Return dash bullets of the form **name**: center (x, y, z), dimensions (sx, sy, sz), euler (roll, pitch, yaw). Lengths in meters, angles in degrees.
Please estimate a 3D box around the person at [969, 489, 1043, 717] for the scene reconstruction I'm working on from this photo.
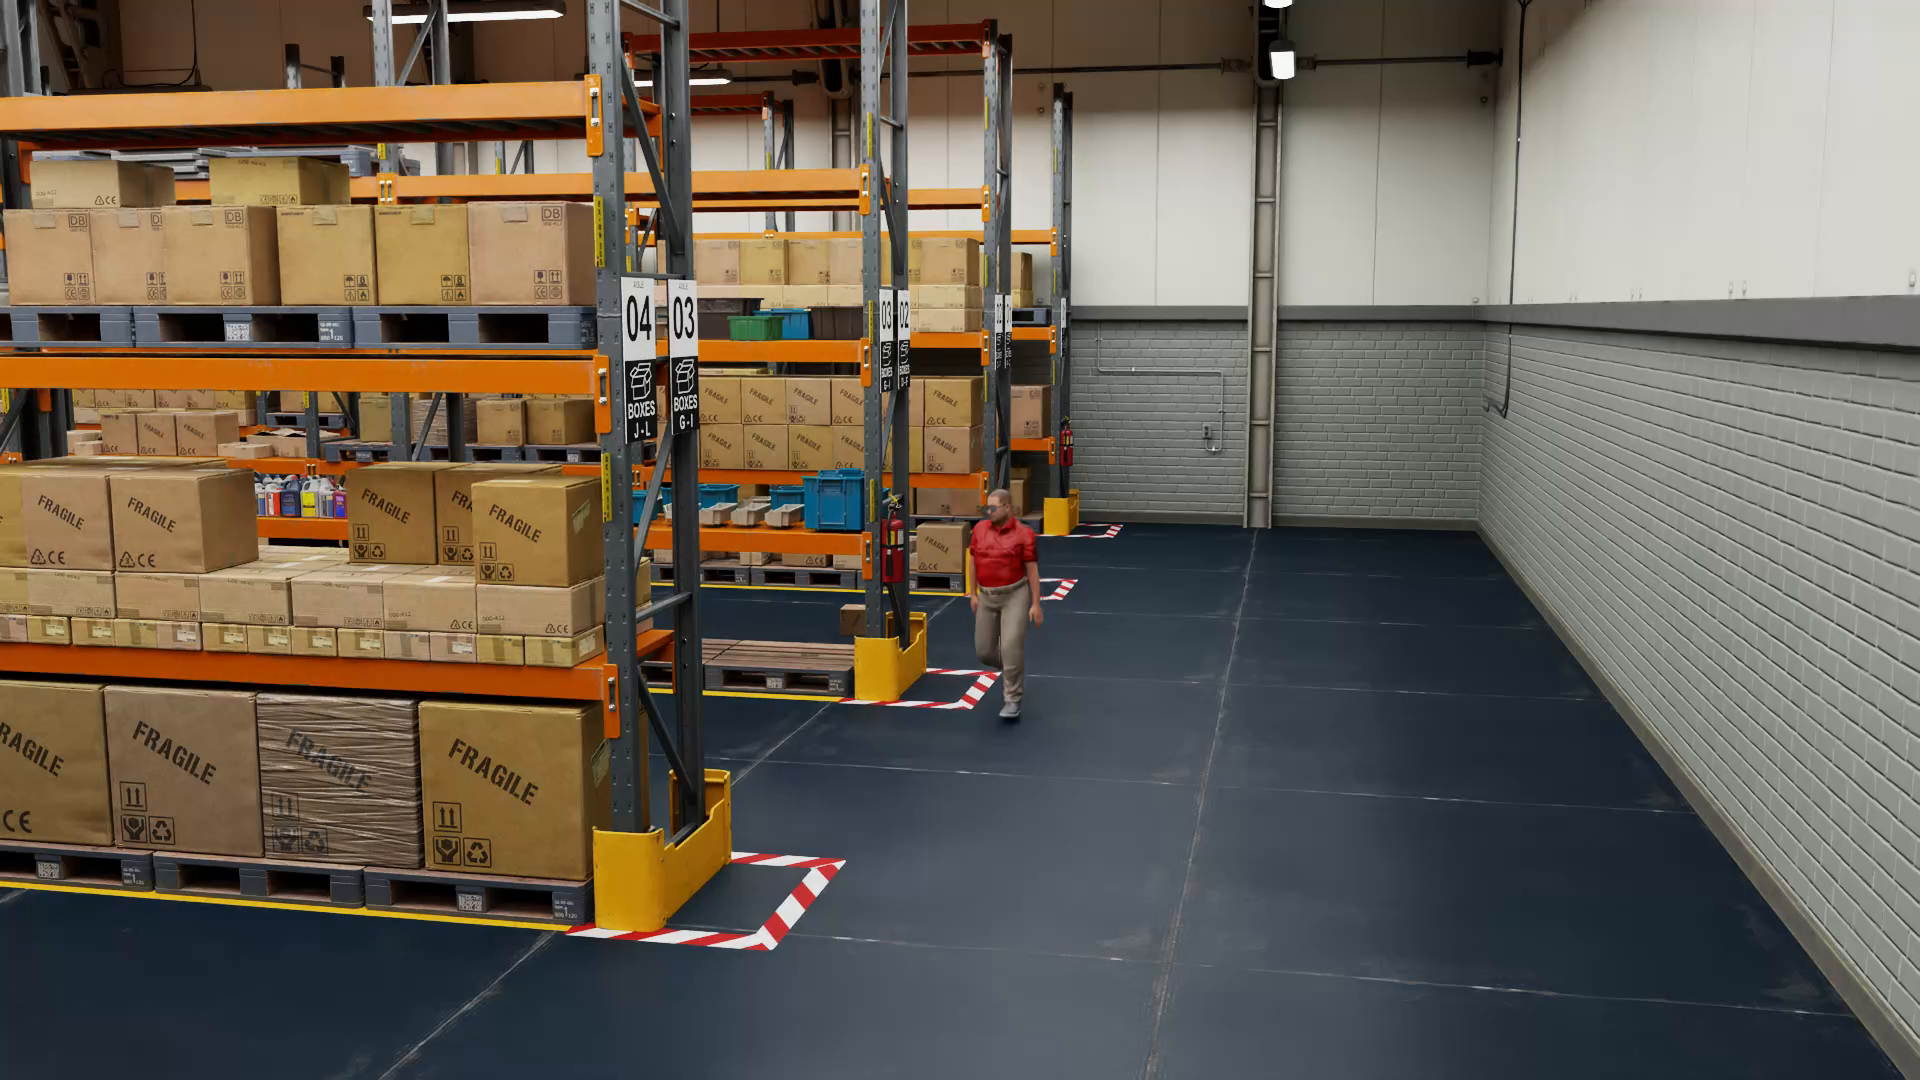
- **person**: center (0.360, 0.446, 12.576), dimensions (0.632, 1.692, 0.749), euler (3, 9, 23)
